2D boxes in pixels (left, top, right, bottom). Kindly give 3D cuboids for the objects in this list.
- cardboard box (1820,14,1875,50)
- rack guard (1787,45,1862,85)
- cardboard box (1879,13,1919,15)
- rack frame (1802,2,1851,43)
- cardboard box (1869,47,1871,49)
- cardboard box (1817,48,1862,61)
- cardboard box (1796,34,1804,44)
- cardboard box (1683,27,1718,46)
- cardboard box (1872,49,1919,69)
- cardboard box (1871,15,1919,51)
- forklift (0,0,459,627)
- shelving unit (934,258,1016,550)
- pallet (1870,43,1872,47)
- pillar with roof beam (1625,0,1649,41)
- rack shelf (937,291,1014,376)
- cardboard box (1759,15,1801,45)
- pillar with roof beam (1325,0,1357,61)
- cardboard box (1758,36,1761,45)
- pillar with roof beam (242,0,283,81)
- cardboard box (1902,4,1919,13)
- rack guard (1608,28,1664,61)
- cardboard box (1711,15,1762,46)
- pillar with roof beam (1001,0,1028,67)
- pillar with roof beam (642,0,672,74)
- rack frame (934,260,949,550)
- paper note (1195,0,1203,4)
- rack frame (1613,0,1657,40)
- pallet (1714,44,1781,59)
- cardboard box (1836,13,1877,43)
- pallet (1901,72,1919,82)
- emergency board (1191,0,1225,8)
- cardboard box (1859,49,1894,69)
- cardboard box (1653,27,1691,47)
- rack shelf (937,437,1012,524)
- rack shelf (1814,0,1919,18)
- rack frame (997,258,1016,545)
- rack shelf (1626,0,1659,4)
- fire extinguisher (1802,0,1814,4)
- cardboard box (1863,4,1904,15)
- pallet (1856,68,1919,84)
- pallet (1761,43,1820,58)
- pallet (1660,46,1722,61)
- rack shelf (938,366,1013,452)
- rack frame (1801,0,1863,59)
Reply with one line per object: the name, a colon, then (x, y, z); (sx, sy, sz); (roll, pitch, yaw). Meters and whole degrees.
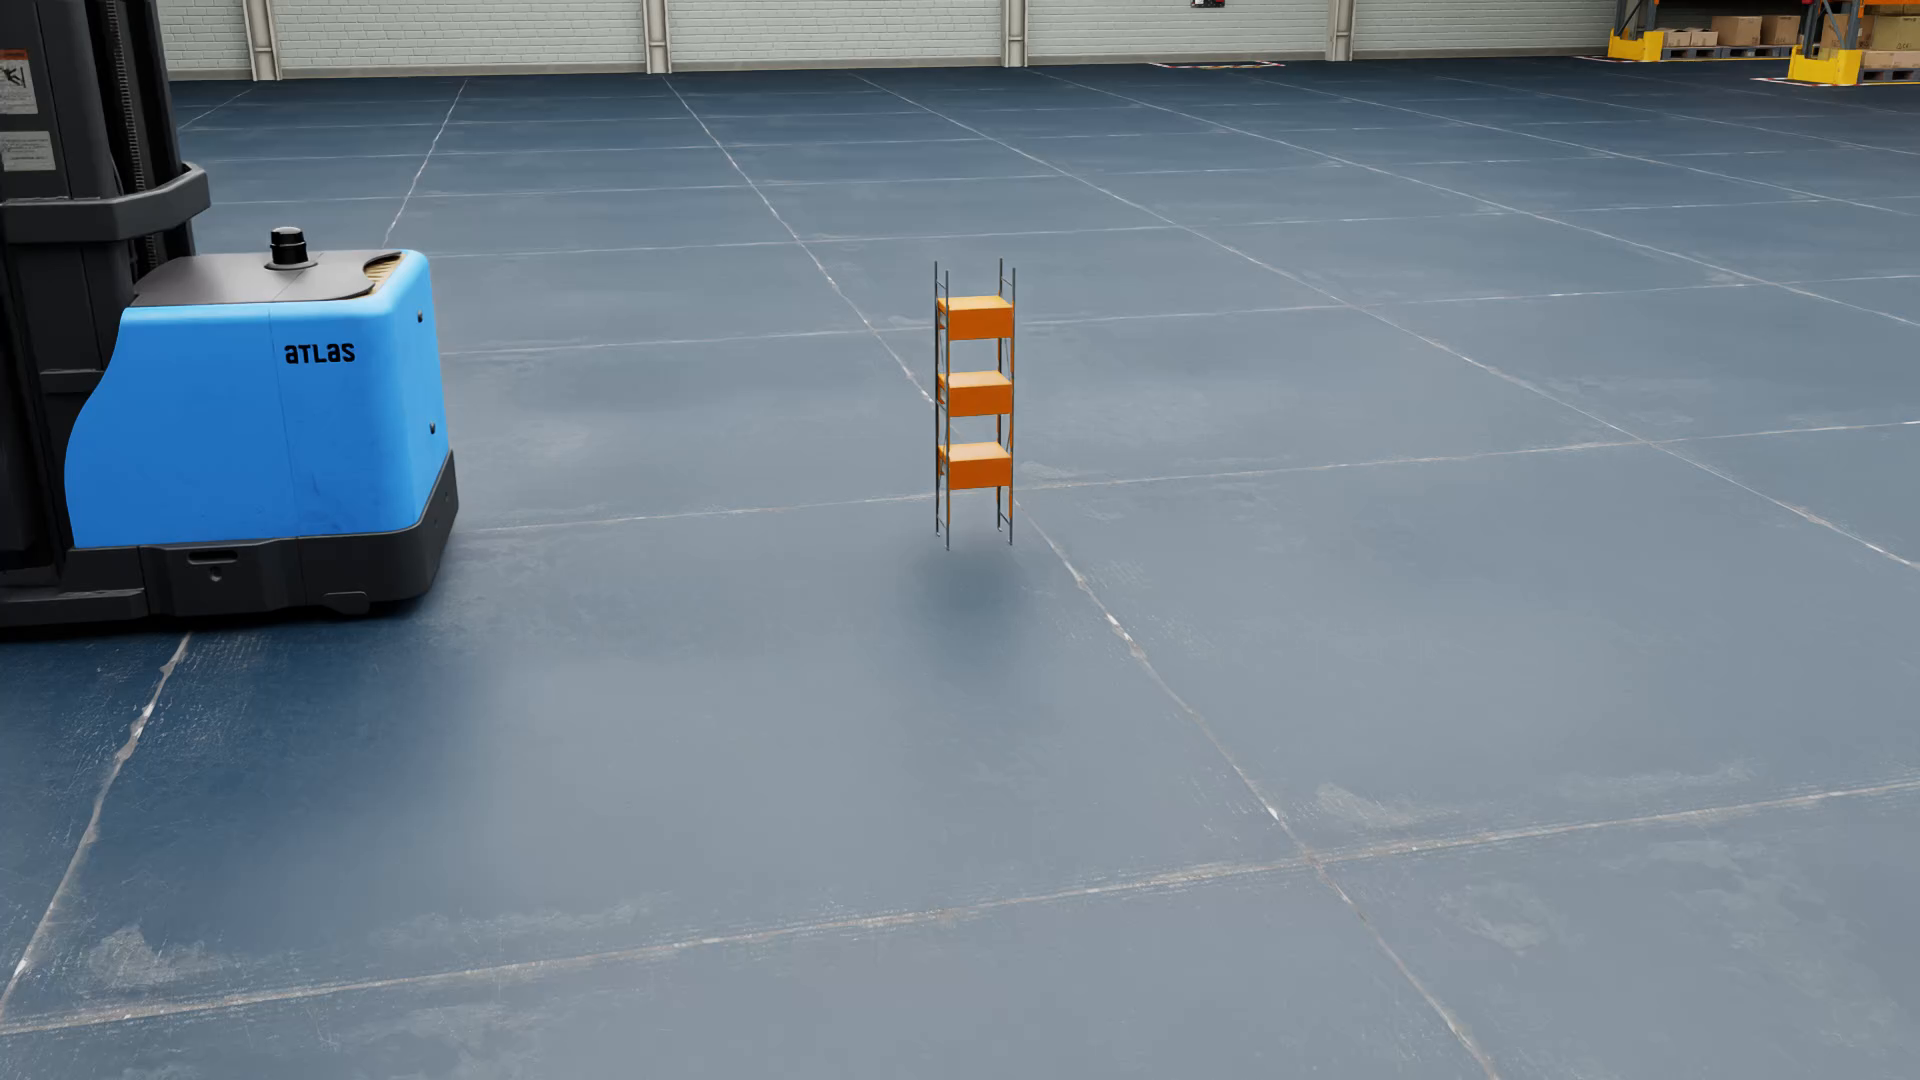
cardboard box: (13.717, -7.861, 25.710); (0.500, 0.500, 0.500); (-5, 21, -12)
rack guard: (13.240, -7.285, 25.475); (0.348, 0.500, 1.175); (-5, 21, -12)
cardboard box: (14.686, -7.945, 25.940); (0.500, 0.500, 0.500); (-5, 21, -12)
rack frame: (16.012, -10.435, 30.441); (0.127, 3.000, 1.000); (-5, 21, -12)
cardboard box: (14.201, -7.552, 25.956); (0.500, 0.250, 0.500); (-5, 21, -12)
cardboard box: (13.717, -7.508, 25.837); (0.500, 0.250, 0.500); (-5, 21, -12)
cardboard box: (15.499, -9.259, 30.709); (0.250, 0.166, 0.380); (-7, 21, -20)
cardboard box: (13.369, -9.132, 30.154); (0.500, 0.311, 0.500); (-3, 20, -8)
cardboard box: (14.322, -7.376, 25.475); (0.500, 0.250, 0.500); (-5, 21, -12)
cardboard box: (14.322, -7.727, 25.345); (0.500, 0.500, 0.500); (-5, 21, -12)
forklift: (-3.369, -1.206, 5.346); (3.031, 2.935, 1.130); (-3, 20, -9)
shelving unit: (0.052, -0.497, 6.146); (0.252, 1.050, 0.215); (-5, 21, -12)
pallet: (16.770, -9.188, 31.090); (1.213, 0.211, 1.003); (-5, 21, -12)
pillar with roof beam: (13.593, -11.840, 25.553); (0.400, 9.000, 9.100); (-5, 21, -12)
rack shelf: (0.052, -0.754, 6.052); (0.240, 0.259, 0.215); (-5, 21, -12)
cardboard box: (15.012, -9.373, 30.534); (0.500, 0.500, 0.500); (-6, 21, -17)
pillar with roof beam: (7.754, -11.365, 24.256); (0.400, 9.000, 9.100); (-5, 21, -12)
cardboard box: (14.451, -9.183, 30.528); (0.250, 0.149, 0.380); (-6, 21, -17)
pillar with roof beam: (-9.763, -9.940, 20.367); (0.400, 9.000, 9.100); (-5, 21, -12)
cardboard box: (17.658, -9.962, 31.055); (0.500, 0.250, 0.500); (-5, 21, -14)
rack guard: (12.194, -8.951, 30.023); (0.348, 0.500, 1.175); (-5, 21, -12)
cardboard box: (14.094, -9.263, 30.234); (0.500, 0.500, 0.700); (-6, 21, -16)
pillar with roof beam: (1.915, -10.890, 22.960); (0.400, 9.000, 9.100); (-5, 21, -12)
pillar with roof beam: (-3.924, -10.415, 21.663); (0.400, 9.000, 9.100); (-5, 21, -12)
rack frame: (-0.067, -0.488, 6.119); (0.008, 1.050, 0.200); (-5, 21, -12)
paper note: (4.161, -9.401, 28.899); (0.142, 0.148, 0.016); (-5, 21, -12)
rack frame: (12.120, -10.119, 29.577); (0.127, 3.000, 1.000); (-5, 21, -12)
pallet: (14.177, -8.963, 30.476); (1.213, 0.211, 1.003); (-5, 21, -12)
cardboard box: (16.725, -9.532, 30.969); (0.500, 0.500, 0.700); (-4, 20, -11)
pallet: (15.183, -7.321, 25.994); (1.213, 0.211, 1.003); (-5, 21, -12)
emergency board: (4.349, -9.806, 28.723); (0.643, 1.169, 0.194); (-5, 21, -12)
cardboard box: (13.836, -7.335, 25.364); (0.500, 0.250, 0.500); (-5, 21, -12)
cardboard box: (12.814, -9.087, 30.031); (0.500, 0.311, 0.500); (-7, 21, -19)
rack shelf: (0.052, -0.226, 6.245); (0.240, 0.259, 0.215); (-5, 21, -12)
rack shelf: (15.210, -8.281, 25.607); (4.000, 0.370, 1.077); (-5, 21, -12)
rack frame: (0.171, -0.507, 6.172); (0.008, 1.050, 0.200); (-5, 21, -12)
rack shelf: (14.066, -9.939, 30.132); (4.000, 0.370, 1.077); (-5, 21, -12)
fire extinguisher: (13.041, -8.571, 25.463); (0.183, 0.674, 0.296); (-5, 21, -12)
cardboard box: (17.153, -9.920, 30.939); (0.500, 0.250, 0.500); (-5, 21, -14)
pallet: (13.998, -7.226, 25.734); (1.213, 0.211, 1.003); (-5, 21, -12)
pallet: (15.367, -9.061, 30.743); (1.213, 0.211, 1.003); (-5, 21, -12)
pallet: (12.992, -8.868, 30.216); (1.213, 0.211, 1.003); (-5, 21, -12)
rack shelf: (0.052, -0.487, 6.149); (0.240, 0.259, 0.215); (-5, 21, -12)
rack frame: (13.263, -8.461, 25.051); (0.127, 3.000, 1.000); (-5, 21, -12)
